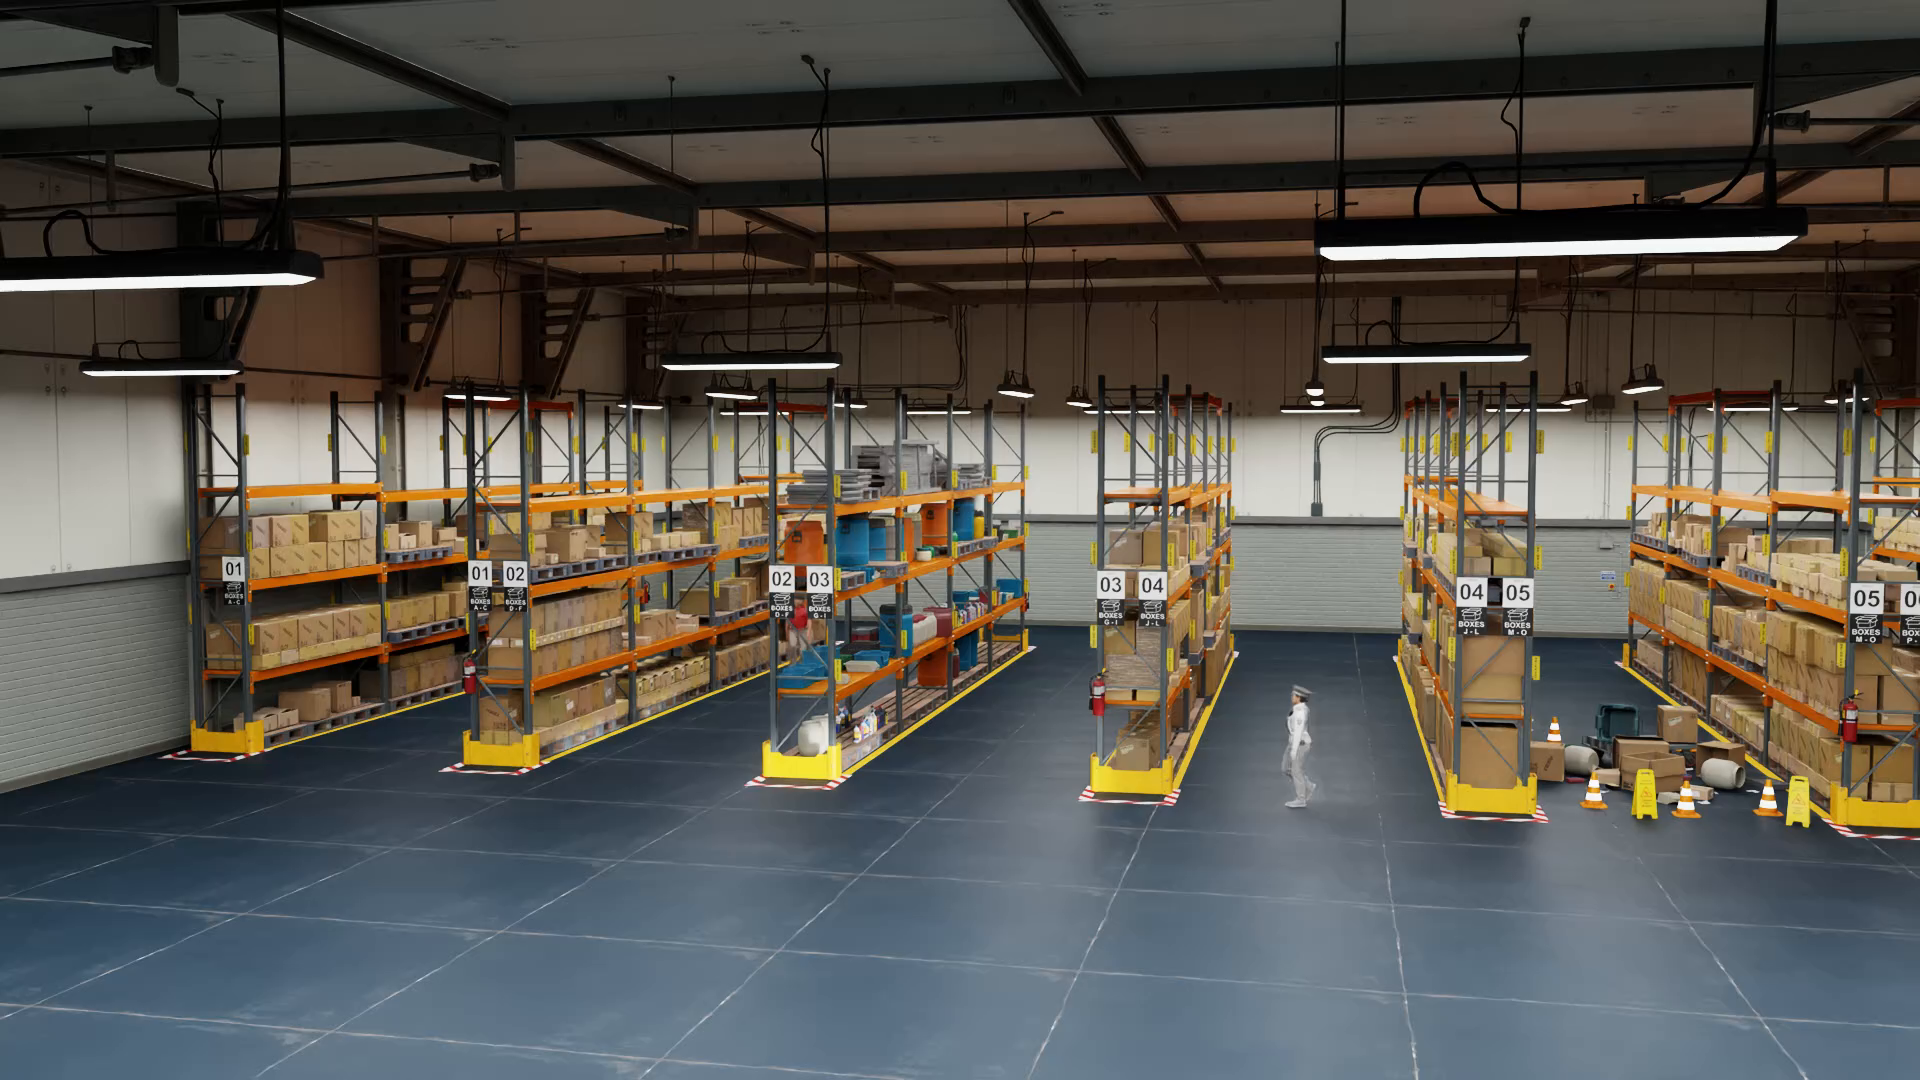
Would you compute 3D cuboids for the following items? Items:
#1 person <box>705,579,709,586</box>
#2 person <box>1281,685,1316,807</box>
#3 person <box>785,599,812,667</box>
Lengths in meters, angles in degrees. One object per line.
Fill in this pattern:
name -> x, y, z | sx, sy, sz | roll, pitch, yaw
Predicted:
person -> -6.254, 1.787, 41.436 | 0.463, 1.663, 0.482 | -2, 4, -33
person -> 4.691, 2.834, 22.887 | 0.455, 1.674, 0.470 | 0, 3, -3
person -> -3.370, 1.963, 34.811 | 0.558, 1.651, 0.683 | -1, 3, -9
